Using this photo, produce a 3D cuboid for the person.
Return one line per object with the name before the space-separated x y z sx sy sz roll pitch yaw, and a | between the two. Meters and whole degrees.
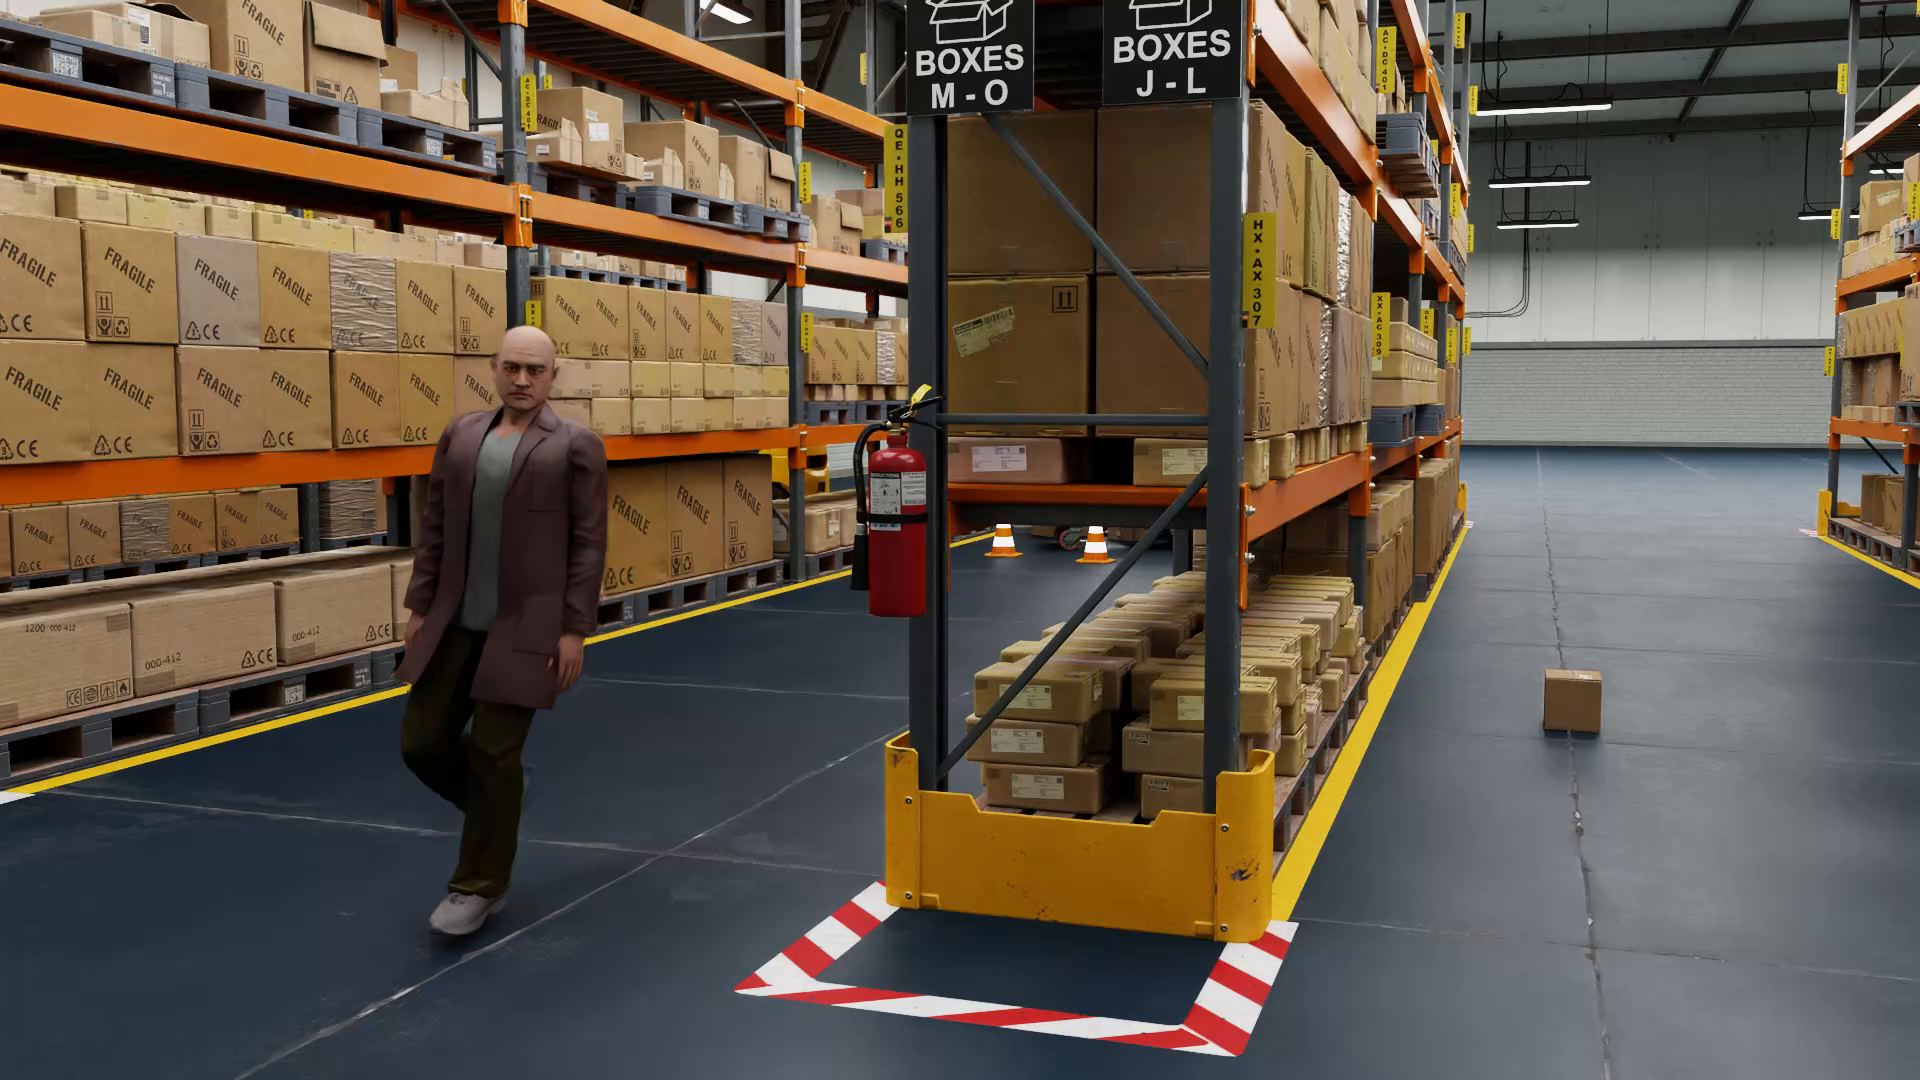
person | -1.358 0.343 4.951 0.627 1.559 0.637 1 5 13
